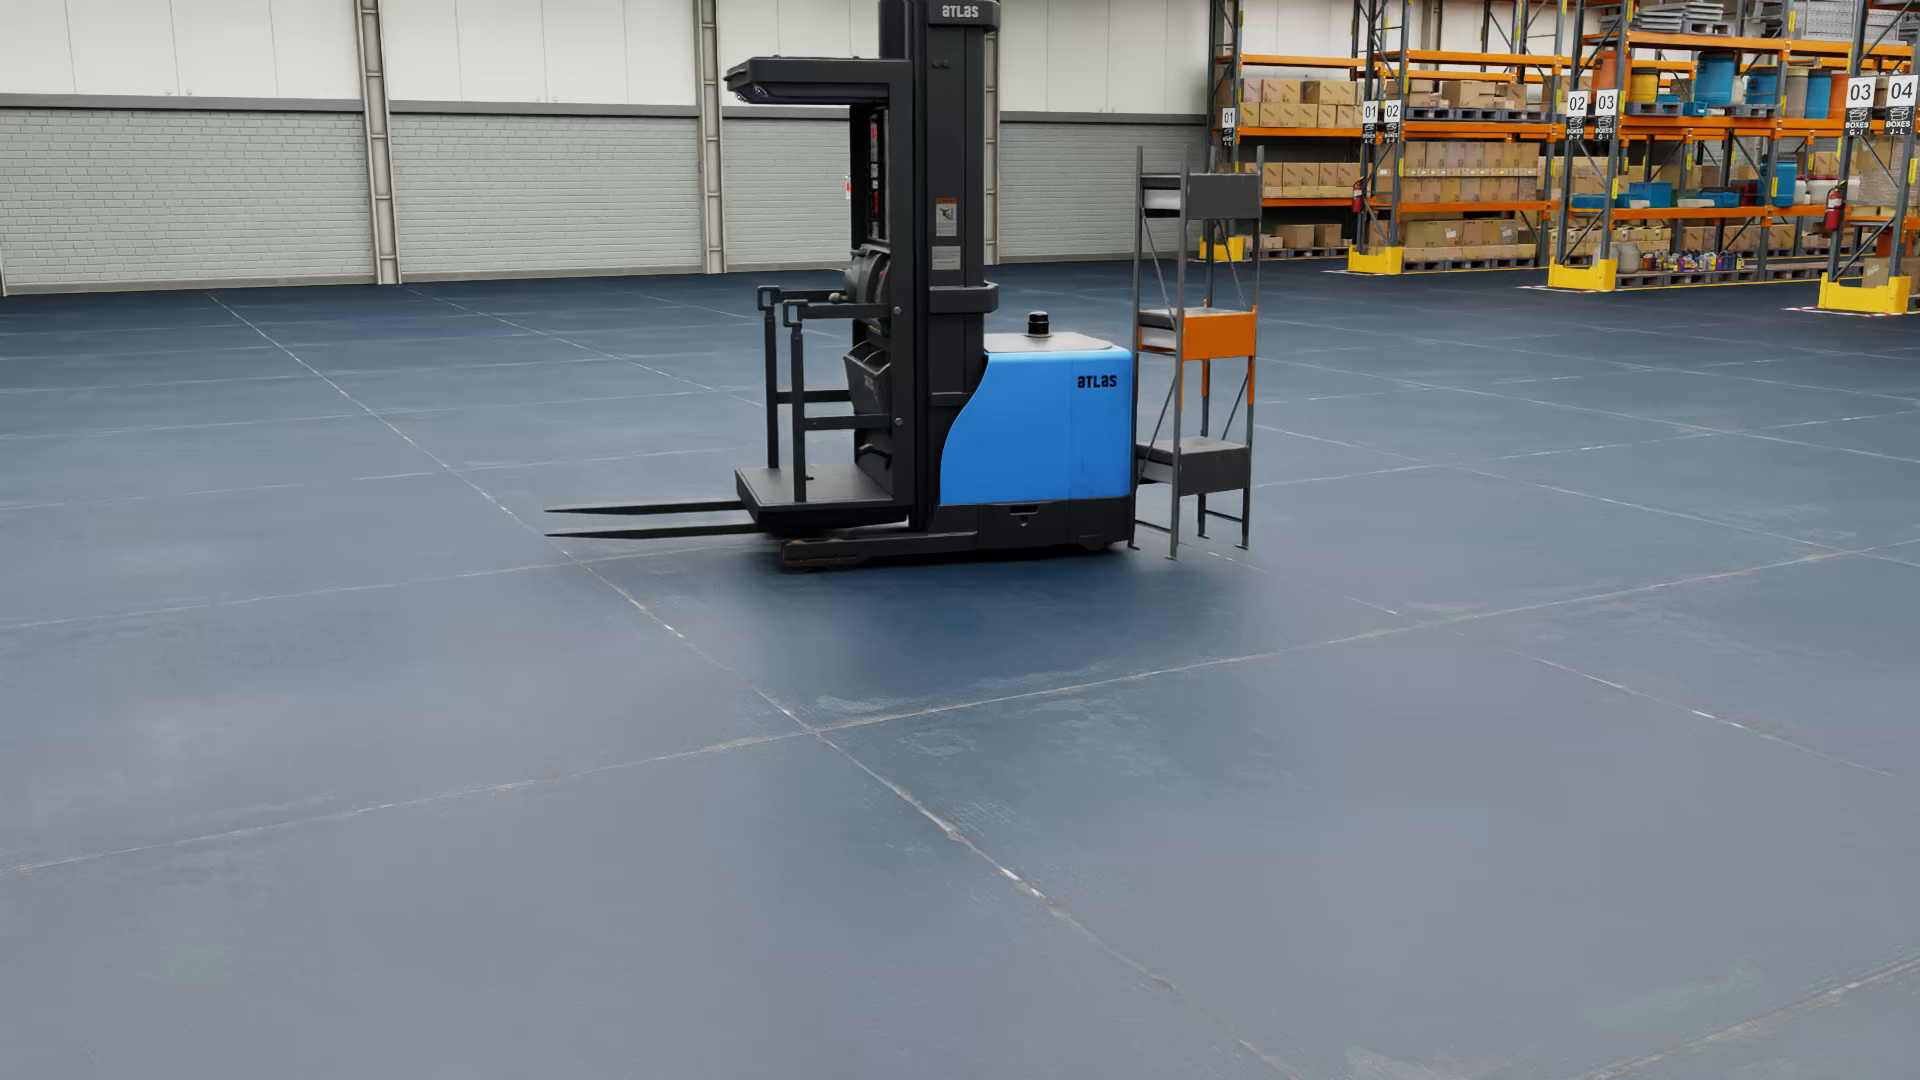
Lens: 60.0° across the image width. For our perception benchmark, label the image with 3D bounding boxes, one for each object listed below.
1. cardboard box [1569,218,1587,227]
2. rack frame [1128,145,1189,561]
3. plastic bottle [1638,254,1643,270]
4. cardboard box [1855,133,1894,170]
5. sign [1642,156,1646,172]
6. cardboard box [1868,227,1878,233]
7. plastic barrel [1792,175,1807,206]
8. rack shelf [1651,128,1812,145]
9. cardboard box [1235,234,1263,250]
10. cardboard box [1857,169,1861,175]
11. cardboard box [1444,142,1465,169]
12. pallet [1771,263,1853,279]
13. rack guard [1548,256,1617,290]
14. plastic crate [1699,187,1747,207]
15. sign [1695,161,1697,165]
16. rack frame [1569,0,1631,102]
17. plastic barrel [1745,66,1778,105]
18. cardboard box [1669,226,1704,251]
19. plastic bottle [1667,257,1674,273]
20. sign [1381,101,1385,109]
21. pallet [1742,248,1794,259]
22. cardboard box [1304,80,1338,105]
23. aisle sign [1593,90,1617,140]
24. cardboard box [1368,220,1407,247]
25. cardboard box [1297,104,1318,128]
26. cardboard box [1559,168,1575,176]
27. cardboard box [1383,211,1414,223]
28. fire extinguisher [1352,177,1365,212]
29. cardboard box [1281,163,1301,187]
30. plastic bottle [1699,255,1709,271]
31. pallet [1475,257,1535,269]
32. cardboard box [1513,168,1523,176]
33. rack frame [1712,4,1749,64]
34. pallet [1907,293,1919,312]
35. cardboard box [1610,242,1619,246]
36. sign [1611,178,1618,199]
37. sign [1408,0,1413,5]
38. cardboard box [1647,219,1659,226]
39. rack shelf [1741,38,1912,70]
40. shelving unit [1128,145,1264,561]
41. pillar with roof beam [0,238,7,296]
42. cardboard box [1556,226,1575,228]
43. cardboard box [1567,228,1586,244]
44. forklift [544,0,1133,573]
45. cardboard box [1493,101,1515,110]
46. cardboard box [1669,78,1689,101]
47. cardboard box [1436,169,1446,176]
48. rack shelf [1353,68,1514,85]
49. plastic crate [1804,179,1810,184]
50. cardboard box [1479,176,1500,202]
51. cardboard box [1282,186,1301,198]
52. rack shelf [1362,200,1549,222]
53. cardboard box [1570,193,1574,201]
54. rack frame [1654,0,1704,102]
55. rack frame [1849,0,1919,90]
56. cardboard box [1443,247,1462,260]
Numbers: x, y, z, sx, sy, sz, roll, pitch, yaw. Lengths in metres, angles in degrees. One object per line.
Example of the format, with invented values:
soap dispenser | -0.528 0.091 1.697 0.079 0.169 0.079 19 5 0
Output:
cardboard box | 14.881 -7.822 40.974 0.750 0.750 0.750 -6 14 -26
rack frame | 1.014 -0.955 8.569 0.015 2.100 0.400 -8 15 -30
plastic bottle | 11.878 -4.865 29.079 0.133 0.283 0.061 -6 14 -26
cardboard box | 13.120 -5.515 23.598 0.500 0.500 0.500 -7 14 -28
sign | 14.766 -8.108 35.849 0.005 0.325 0.100 -7 14 -28
cardboard box | 21.697 -7.211 39.008 0.500 0.500 0.500 -7 14 -28
plastic barrel | 14.838 -6.227 29.639 0.433 0.535 0.433 0 13 0
rack shelf | 16.790 -8.801 36.192 4.000 0.370 1.077 -7 14 -28
cardboard box | 6.286 -6.549 36.501 0.500 0.311 0.500 -9 15 -34
cardboard box | 20.451 -8.594 37.960 0.500 0.500 0.500 -6 14 -26
cardboard box | 9.376 -7.480 32.333 0.500 0.500 0.700 -7 14 -28
pallet | 15.636 -4.962 30.675 1.213 0.211 1.003 -7 14 -28
rack guard | 10.427 -4.479 27.875 0.348 0.500 1.175 -7 14 -28
plastic crate | 13.373 -6.042 29.265 0.504 0.338 0.767 -7 14 -28
sign | 19.419 -9.843 43.862 0.005 0.325 0.100 -7 14 -28
rack frame | 10.383 -8.609 26.866 0.127 3.000 1.000 -7 14 -28
plastic barrel | 14.236 -7.906 29.433 0.708 0.901 0.600 -7 14 -28
cardboard box | 15.571 -6.466 35.702 0.500 0.500 0.500 -6 14 -25
plastic bottle | 12.123 -4.696 28.356 0.097 0.271 0.097 0 13 0
sign | 9.413 -9.624 37.031 0.005 0.325 0.100 -7 14 -28
pallet | 17.849 -6.446 37.271 1.213 0.211 1.003 -7 14 -28
cardboard box | 7.907 -9.800 36.441 0.500 0.500 0.500 -7 15 -30
aisle sign | 10.460 -6.886 26.955 0.004 0.787 0.394 -7 14 -28
cardboard box | 8.341 -5.980 32.447 0.500 0.500 0.500 -7 14 -28
cardboard box | 7.451 -9.266 36.343 0.500 0.500 0.500 -6 14 -24
cardboard box | 14.560 -8.800 40.428 0.500 0.500 0.500 -6 14 -26
cardboard box | 10.170 -7.501 38.589 0.500 0.250 0.500 -7 15 -29
fire extinguisher | 7.686 -6.676 32.119 0.183 0.674 0.296 -7 14 -28
cardboard box | 7.094 -7.989 36.364 0.500 0.500 0.500 -7 15 -30
plastic bottle | 12.870 -4.795 28.784 0.135 0.276 0.152 -7 14 -27
pallet | 10.805 -5.622 33.608 1.213 0.211 1.003 -7 14 -28
cardboard box | 10.941 -7.299 33.006 0.250 0.149 0.380 -7 15 -30
rack frame | 19.679 -12.201 42.829 0.127 3.000 1.000 -7 14 -28
pallet | 13.552 -3.454 23.974 1.213 0.211 1.003 -7 14 -28
cardboard box | 13.346 -6.078 34.589 0.500 0.250 0.500 -7 14 -27
sign | 10.642 -5.710 27.021 0.005 0.325 0.100 -7 14 -28
sign | 8.273 -9.989 30.511 0.005 0.325 0.100 -7 14 -28
cardboard box | 17.316 -7.950 42.340 0.500 0.500 0.700 -7 14 -28
rack shelf | 15.649 -8.694 29.793 4.000 0.370 1.077 -7 14 -28
shelving unit | 1.222 -0.983 8.693 0.503 2.100 0.431 -8 15 -30
pillar with roof beam | -13.167 -7.404 21.512 0.400 9.000 9.100 -7 14 -28
cardboard box | 12.634 -6.401 34.746 0.500 0.311 0.500 -7 14 -28
cardboard box | 12.447 -6.242 34.041 0.500 0.311 0.500 -7 14 -29
forklift | -0.663 -1.390 8.608 3.031 2.935 1.130 -3 13 -14
cardboard box | 10.596 -8.492 32.476 0.250 0.149 0.380 -7 14 -28
cardboard box | 15.420 -9.523 35.256 0.500 0.500 0.500 -7 14 -28
cardboard box | 9.133 -7.082 32.042 0.250 0.149 0.380 -7 14 -29
rack shelf | 10.902 -10.603 38.277 4.000 0.370 1.077 -7 14 -28
plastic crate | 15.839 -6.444 30.764 0.583 0.464 0.402 -7 14 -28
cardboard box | 10.235 -6.950 32.931 0.500 0.500 0.700 -7 14 -27
cardboard box | 7.115 -7.628 36.466 0.500 0.250 0.500 -7 15 -29
rack shelf | 9.768 -6.496 32.782 4.000 0.370 1.077 -7 14 -28
cardboard box | 12.399 -6.989 33.904 0.250 0.149 0.380 -7 14 -28
rack frame | 15.034 -10.405 34.849 0.127 3.000 1.000 -7 14 -28
rack frame | 12.756 -7.654 22.624 0.127 3.000 1.000 -7 14 -28
cardboard box | 9.466 -5.620 32.554 0.500 0.250 0.500 -7 14 -28
